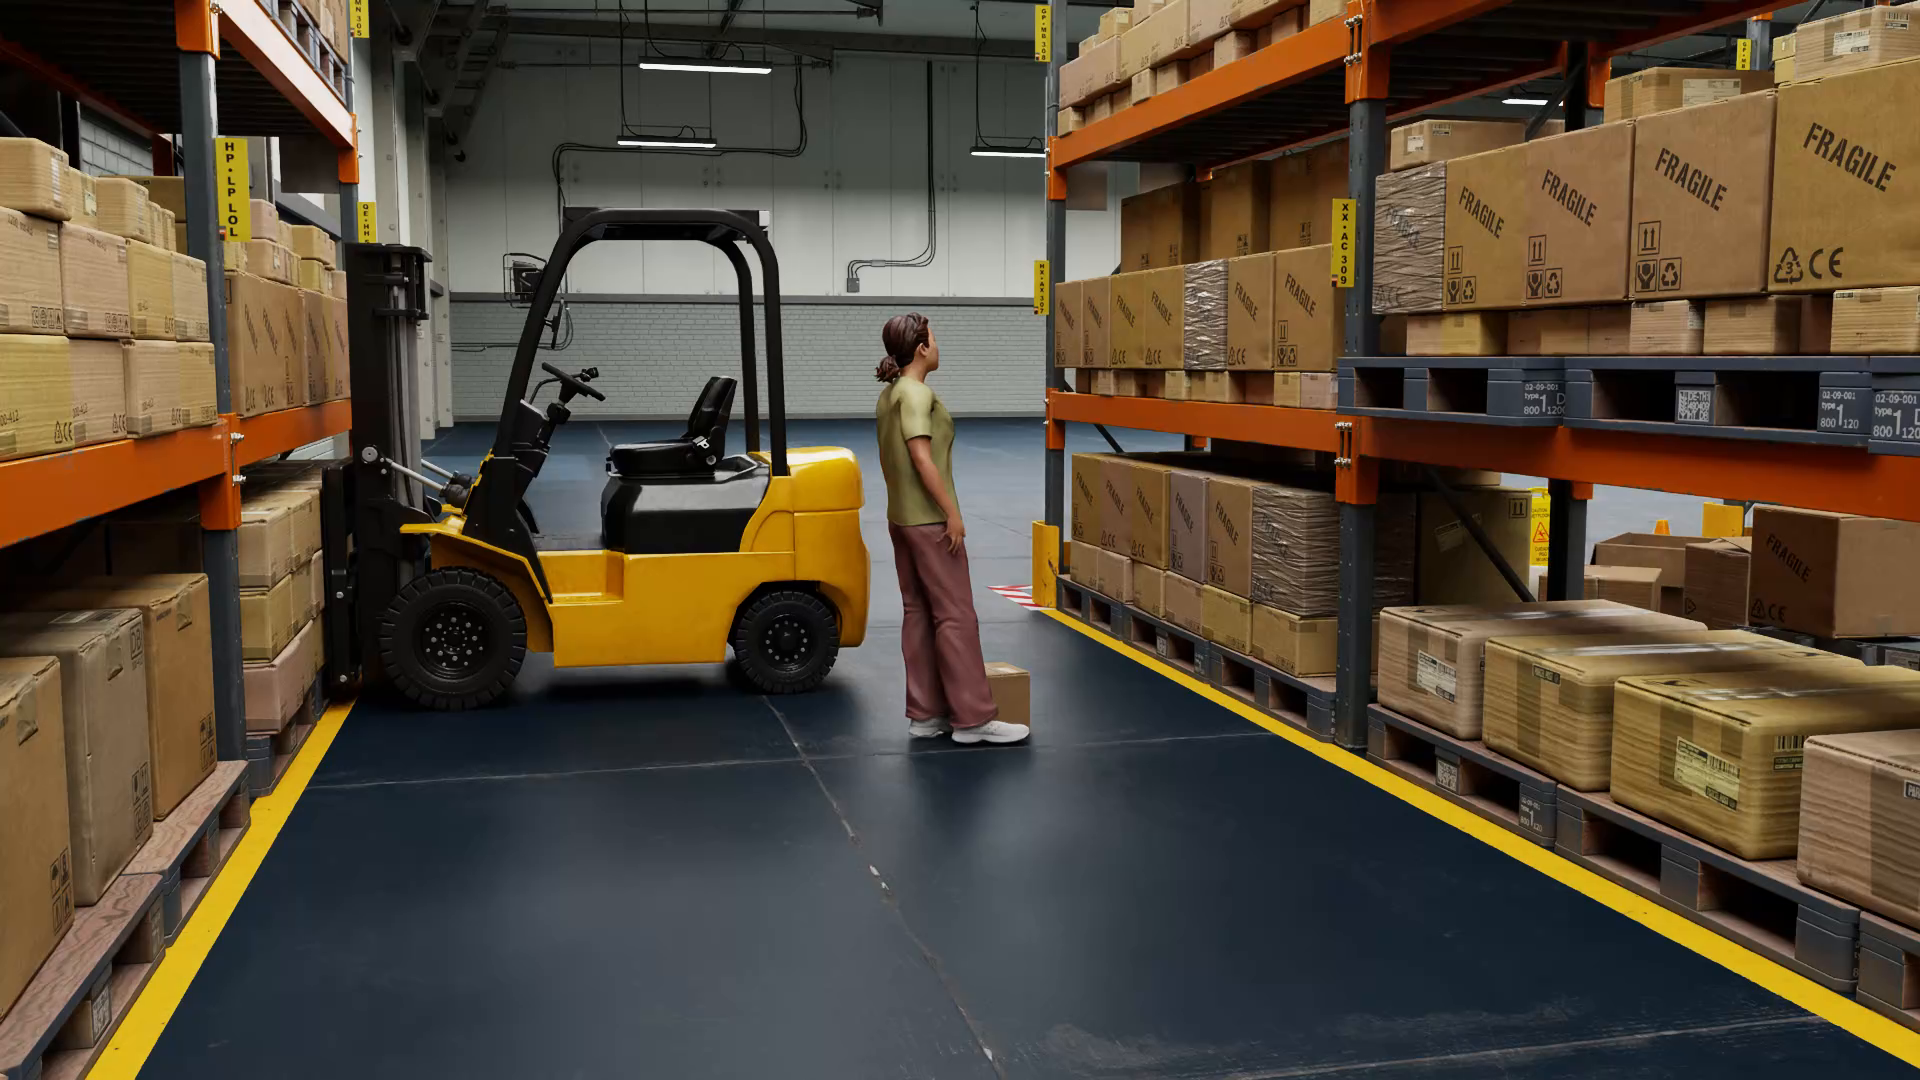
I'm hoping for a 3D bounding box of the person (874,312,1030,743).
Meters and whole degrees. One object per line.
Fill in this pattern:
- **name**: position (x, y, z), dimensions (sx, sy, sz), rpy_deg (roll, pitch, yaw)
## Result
- **person**: position (-0.069, -0.056, 6.576), dimensions (0.549, 1.675, 0.553), rpy_deg (-2, 7, -21)
